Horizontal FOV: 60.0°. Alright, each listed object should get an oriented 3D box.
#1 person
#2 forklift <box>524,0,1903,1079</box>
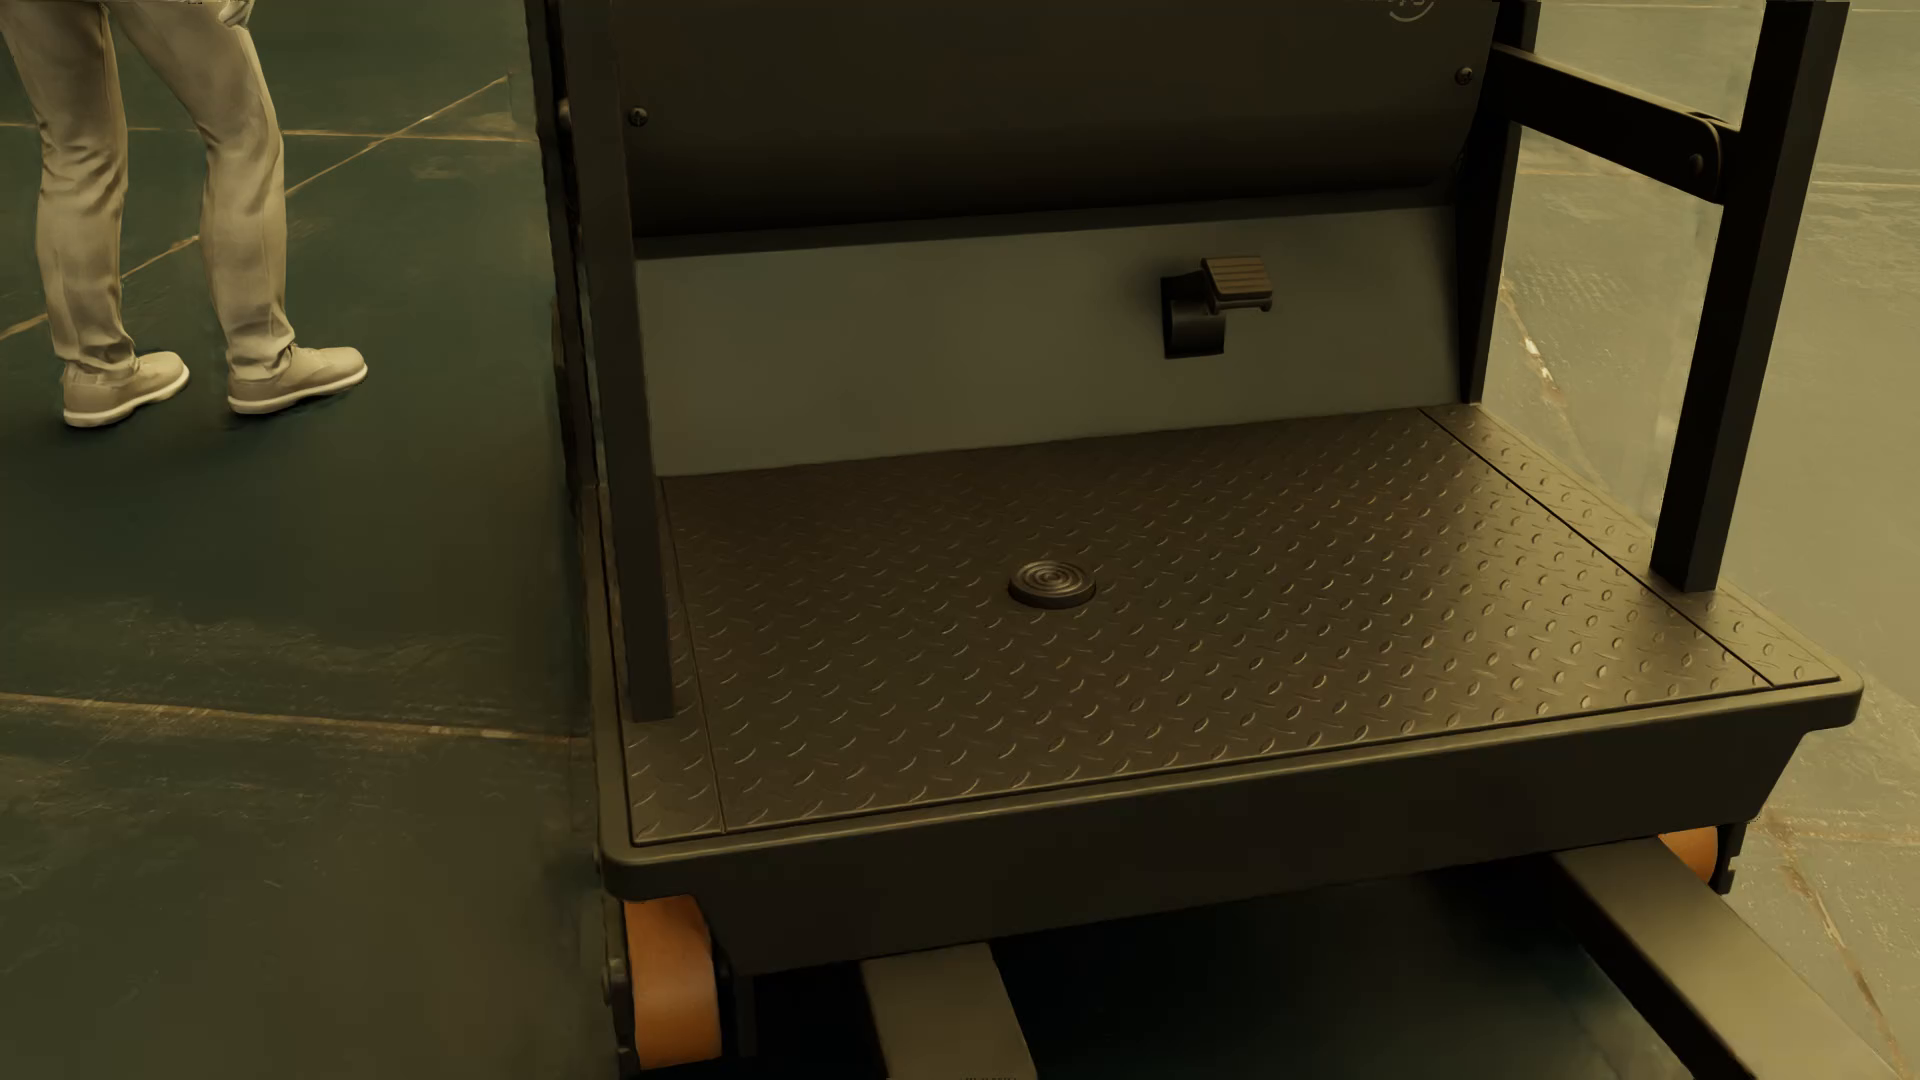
[{"bbox_3d":[-1.357,-0.983,2.629,0.653,1.655,0.456,7,27,14],"label":"person"},{"bbox_3d":[0.158,-1.015,1.251,1.130,2.935,3.031,-6,27,-12],"label":"forklift"}]
